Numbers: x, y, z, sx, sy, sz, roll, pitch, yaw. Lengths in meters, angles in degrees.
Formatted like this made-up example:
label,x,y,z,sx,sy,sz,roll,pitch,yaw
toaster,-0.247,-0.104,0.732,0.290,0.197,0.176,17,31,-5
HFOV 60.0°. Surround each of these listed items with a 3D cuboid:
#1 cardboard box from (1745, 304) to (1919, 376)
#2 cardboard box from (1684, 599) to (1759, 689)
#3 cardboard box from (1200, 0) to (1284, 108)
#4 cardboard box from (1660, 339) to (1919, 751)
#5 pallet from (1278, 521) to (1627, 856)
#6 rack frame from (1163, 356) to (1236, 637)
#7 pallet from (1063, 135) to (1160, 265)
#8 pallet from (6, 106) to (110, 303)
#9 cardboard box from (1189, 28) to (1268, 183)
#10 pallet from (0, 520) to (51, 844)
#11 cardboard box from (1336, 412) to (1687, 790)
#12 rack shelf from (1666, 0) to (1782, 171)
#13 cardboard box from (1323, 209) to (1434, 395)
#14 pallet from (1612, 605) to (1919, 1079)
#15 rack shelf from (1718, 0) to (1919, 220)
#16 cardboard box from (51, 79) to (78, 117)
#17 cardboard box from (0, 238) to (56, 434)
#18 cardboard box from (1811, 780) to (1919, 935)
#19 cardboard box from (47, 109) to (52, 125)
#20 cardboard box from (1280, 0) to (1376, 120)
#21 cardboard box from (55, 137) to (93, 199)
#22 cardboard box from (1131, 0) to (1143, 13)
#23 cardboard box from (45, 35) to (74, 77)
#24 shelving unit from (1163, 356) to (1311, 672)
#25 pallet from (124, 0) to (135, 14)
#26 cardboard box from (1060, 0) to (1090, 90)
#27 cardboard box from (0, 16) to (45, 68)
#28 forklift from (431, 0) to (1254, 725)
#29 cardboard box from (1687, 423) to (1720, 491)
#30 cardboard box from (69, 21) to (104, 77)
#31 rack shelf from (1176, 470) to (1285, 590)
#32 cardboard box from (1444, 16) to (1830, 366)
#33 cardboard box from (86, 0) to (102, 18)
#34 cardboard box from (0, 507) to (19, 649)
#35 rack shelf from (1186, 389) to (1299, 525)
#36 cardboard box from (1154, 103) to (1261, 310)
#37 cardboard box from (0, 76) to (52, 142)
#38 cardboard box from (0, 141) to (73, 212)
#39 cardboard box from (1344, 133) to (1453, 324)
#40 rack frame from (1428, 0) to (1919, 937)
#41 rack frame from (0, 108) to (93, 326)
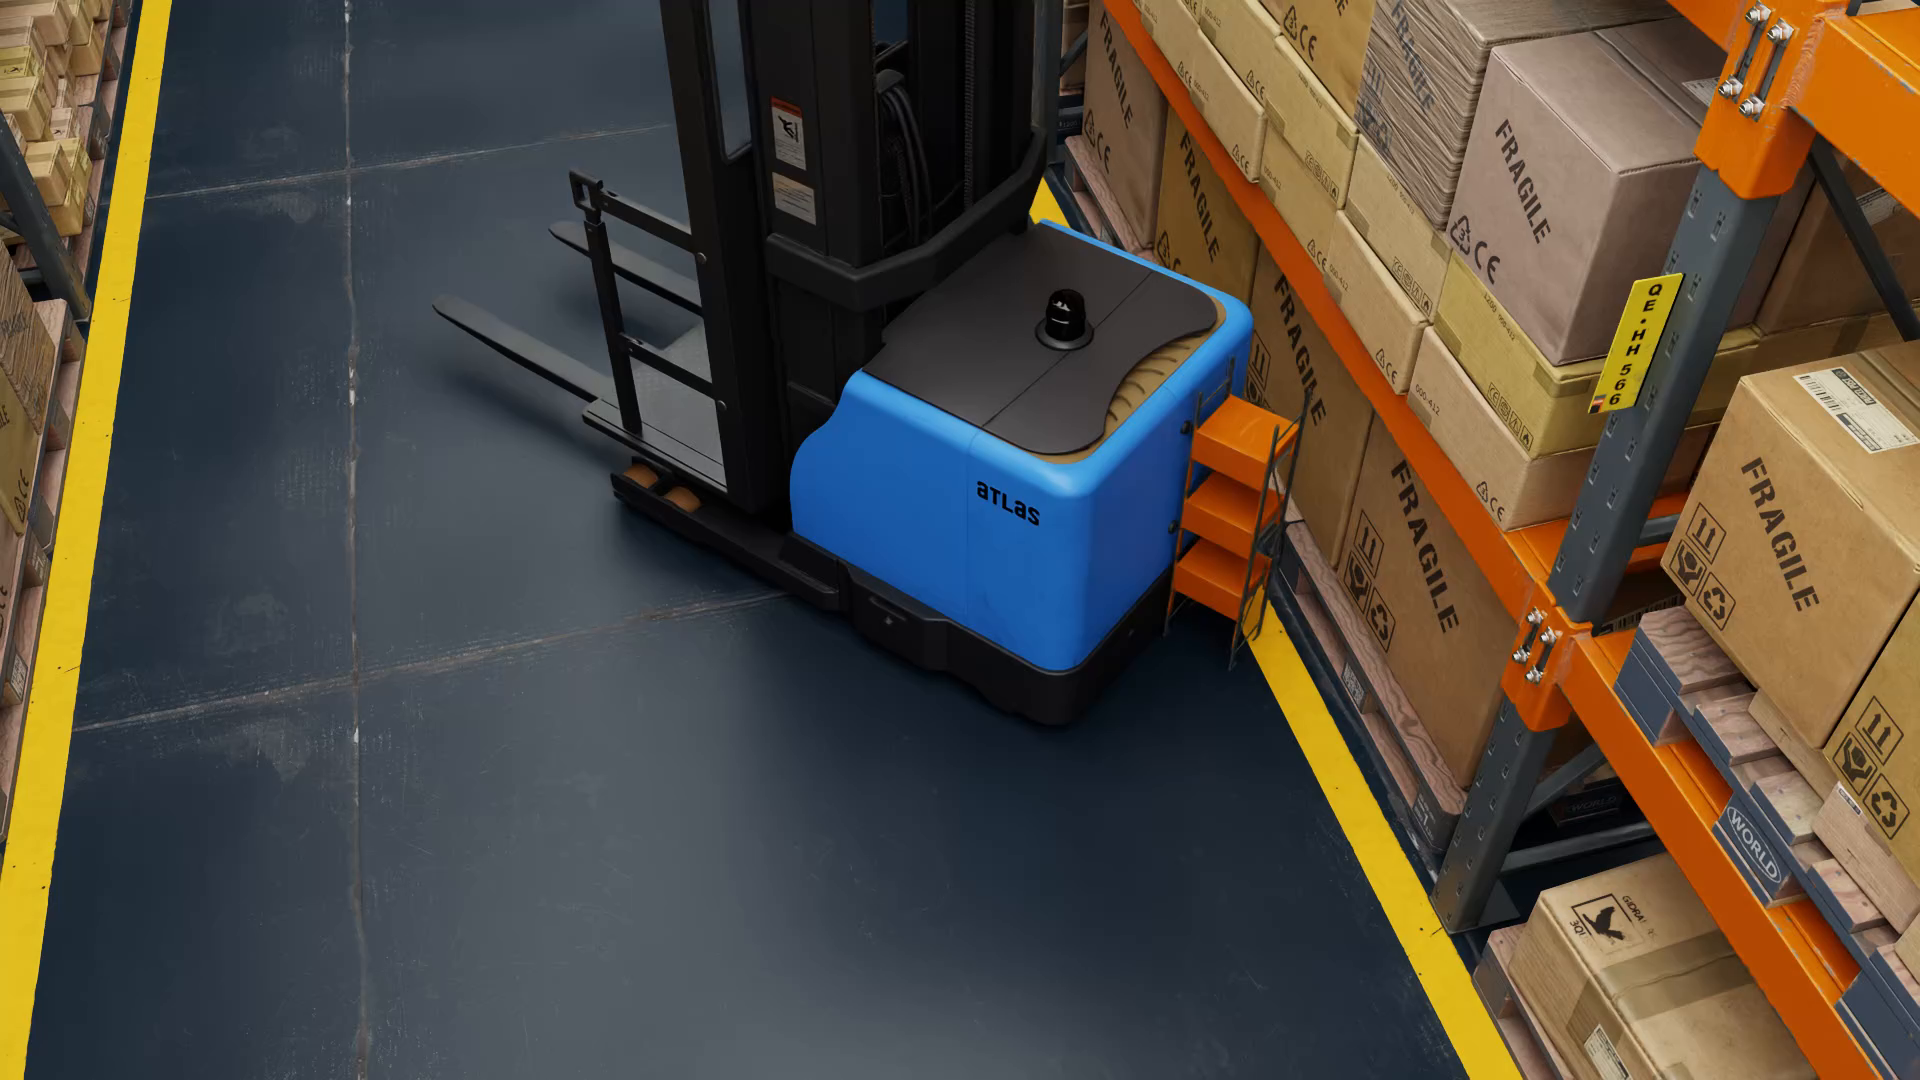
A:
label,x,y,z,sx,sy,sz,roll,pitch,yaw
cardboard box,1.944,-0.590,3.983,0.500,0.250,0.500,-11,47,-11
cardboard box,1.738,0.127,3.407,0.380,0.149,0.250,-13,47,-13
cardboard box,1.046,-1.544,4.918,0.500,0.250,0.500,-12,47,-12
cardboard box,1.726,-0.005,3.083,0.500,0.500,0.500,-12,47,-11
pallet,1.706,0.346,5.263,1.003,0.211,1.213,-11,47,-10
rack frame,0.730,-0.106,5.116,0.008,1.050,0.200,28,52,24
pallet,1.081,-1.339,6.914,1.003,0.211,1.213,-11,47,-10
pallet,-4.155,-1.340,6.916,1.003,0.211,1.213,-11,47,-10
cardboard box,1.037,-1.369,5.096,0.500,0.250,0.500,-11,47,-11
pallet,-3.432,0.498,5.114,1.003,0.211,1.213,-11,47,-10
cardboard box,1.738,0.032,4.812,0.875,0.875,0.875,-11,47,-11
rack shelf,1.323,-2.251,4.259,1.077,0.370,4.000,-11,47,-10
cardboard box,1.308,-0.671,4.413,0.500,0.250,0.500,-10,46,-10
pallet,2.120,0.467,3.326,1.213,0.211,1.003,-11,47,-10
rack shelf,2.347,0.510,1.553,1.077,0.370,4.000,-11,47,-10
cardboard box,-4.026,-1.830,7.145,0.380,0.149,0.250,-12,47,-11
cardboard box,-3.515,-0.666,5.759,0.500,0.500,0.500,-12,47,-11
cardboard box,1.804,0.526,3.016,0.380,0.149,0.250,-14,47,-13
cardboard box,-3.981,-1.741,6.850,0.380,0.149,0.250,-11,47,-11
cardboard box,1.190,-1.463,4.314,0.500,0.500,0.500,-11,47,-10
cardboard box,-3.799,-1.502,6.824,0.380,0.149,0.250,-9,46,-9
cardboard box,0.802,-2.072,5.786,0.500,0.250,0.500,-12,47,-11
cardboard box,-4.095,-2.122,7.223,0.380,0.149,0.250,-9,46,-8
shelving unit,0.828,-0.054,5.066,0.252,1.050,0.215,28,52,24
pallet,-4.779,-3.025,8.567,1.003,0.211,1.213,-11,47,-10
cardboard box,0.754,-2.537,7.636,0.875,0.438,0.875,-11,47,-11
cardboard box,-4.051,-2.035,6.929,0.380,0.149,0.250,-12,47,-11
forklift,-0.597,-1.321,4.993,3.031,2.935,1.130,28,52,25
cardboard box,1.953,-0.404,4.150,0.500,0.250,0.500,-11,47,-11
cardboard box,-4.102,-2.207,7.514,0.380,0.149,0.250,-12,47,-11
rack shelf,0.828,-0.047,5.074,0.240,0.259,0.215,28,52,24
cardboard box,1.450,-0.766,3.631,0.500,0.500,0.500,-12,47,-11
cardboard box,-4.137,-2.483,7.577,0.380,0.149,0.250,-10,46,-10
cardboard box,-3.257,0.043,5.064,0.500,0.500,0.500,-12,47,-11
rack shelf,0.830,-0.244,4.870,0.240,0.259,0.215,28,52,24
cardboard box,1.286,-1.202,6.021,0.875,0.875,0.875,-9,46,-9
cardboard box,-3.850,-1.693,6.595,0.380,0.149,0.250,-9,46,-8
cardboard box,-3.732,-1.421,6.536,0.380,0.149,0.250,-9,46,-8
cardboard box,1.330,-0.836,4.224,0.500,0.250,0.500,-12,47,-11
rack frame,1.835,-0.072,3.721,1.000,3.000,0.127,-11,47,-10
rack frame,-3.948,-1.859,5.472,1.000,3.000,0.127,-11,47,-10
